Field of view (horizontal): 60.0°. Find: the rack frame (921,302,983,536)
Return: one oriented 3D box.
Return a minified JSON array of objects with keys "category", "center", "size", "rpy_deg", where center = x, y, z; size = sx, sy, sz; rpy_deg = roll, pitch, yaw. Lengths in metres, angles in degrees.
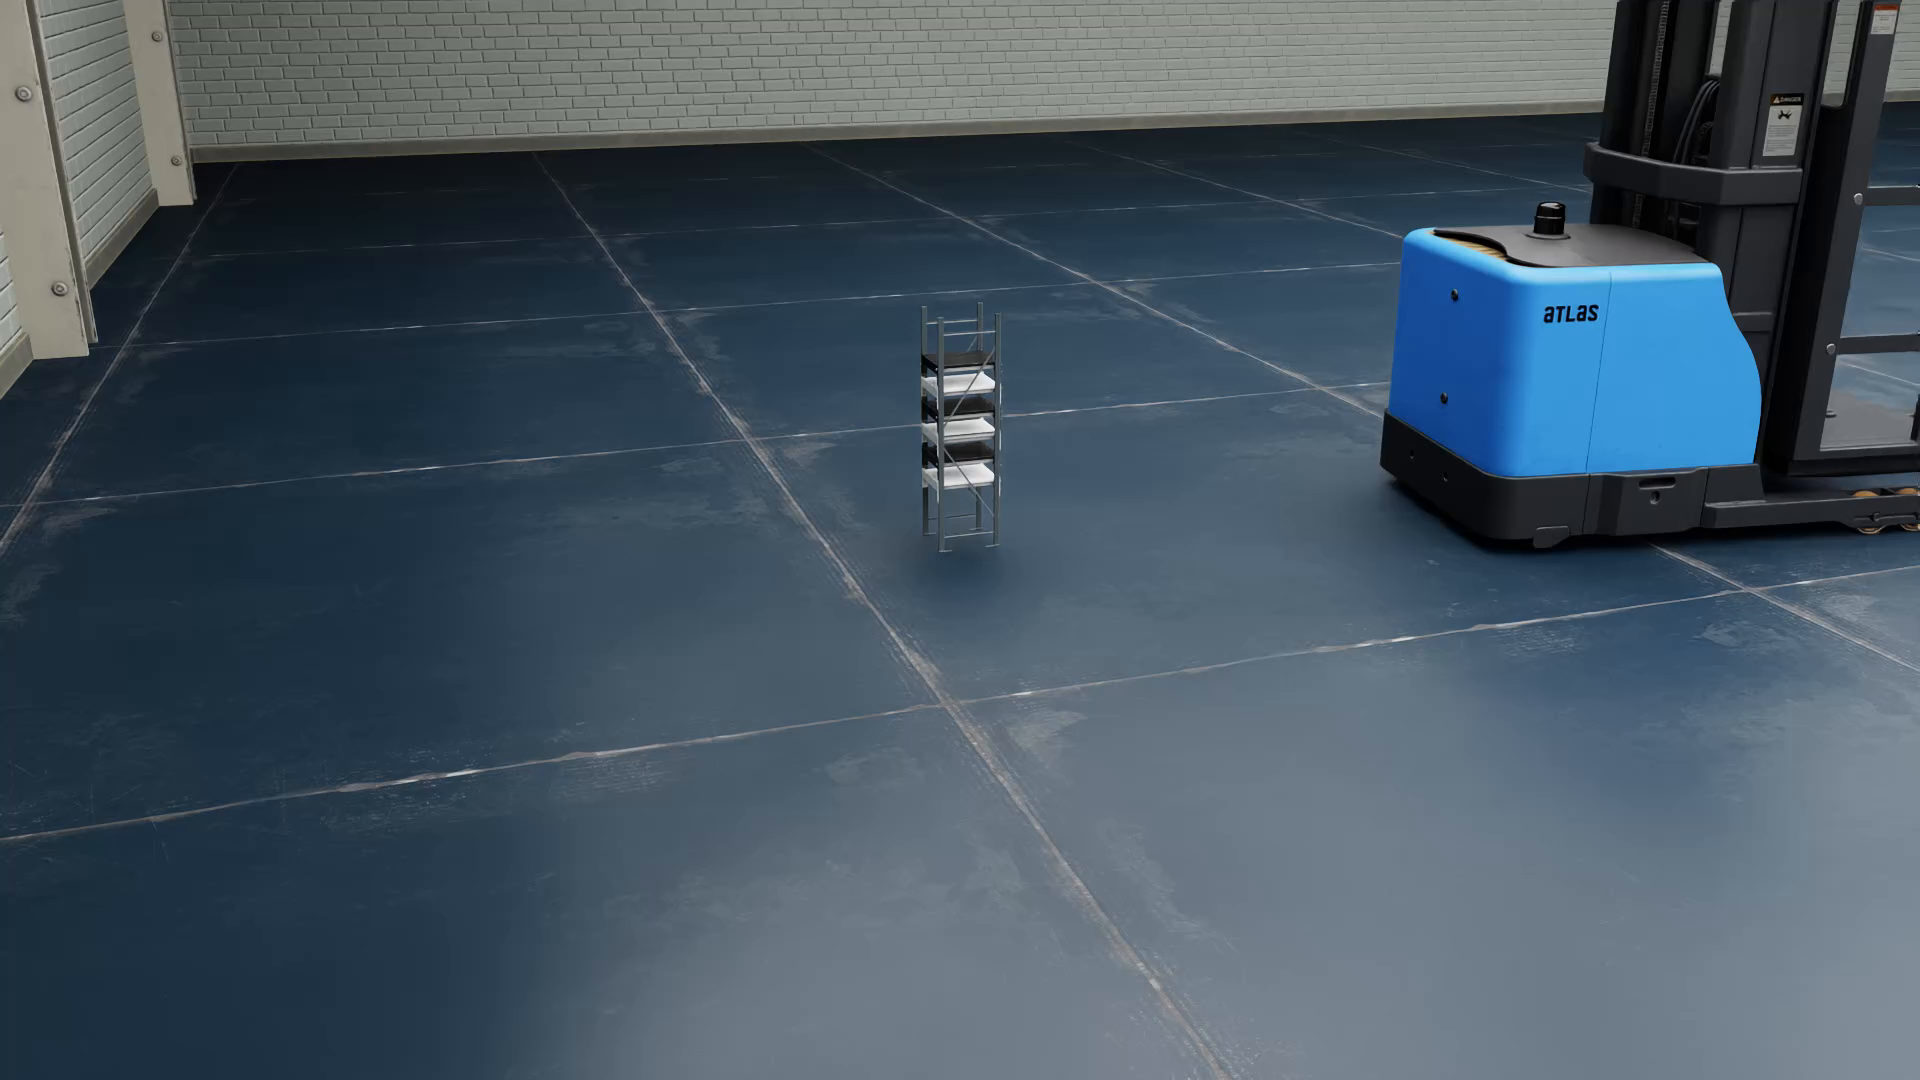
[{"category":"rack frame","center":[-0.029,-0.454,6.348],"size":[0.240,0.900,0.006],"rpy_deg":[-6,21,-17]}]

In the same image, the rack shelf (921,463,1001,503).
[{"category":"rack shelf","center":[0.003,-0.220,6.329],"size":[0.258,0.077,0.200],"rpy_deg":[-6,21,-17]}]

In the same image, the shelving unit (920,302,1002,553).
[{"category":"shelving unit","center":[0.003,-0.421,6.257],"size":[0.258,0.900,0.210],"rpy_deg":[-6,21,-17]}]

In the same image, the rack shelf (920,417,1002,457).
[{"category":"rack shelf","center":[0.003,-0.390,6.268],"size":[0.258,0.077,0.200],"rpy_deg":[-6,21,-17]}]

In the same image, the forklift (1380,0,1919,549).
[{"category":"forklift","center":[3.357,-1.573,6.461],"size":[3.031,2.935,1.130],"rpy_deg":[-4,20,-10]}]

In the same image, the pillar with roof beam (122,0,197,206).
[{"category":"pillar with roof beam","center":[-2.875,-7.693,14.523],"size":[9.100,9.000,0.400],"rpy_deg":[-6,21,-17]}]

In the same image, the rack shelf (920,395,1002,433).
[{"category":"rack shelf","center":[0.003,-0.474,6.238],"size":[0.258,0.077,0.200],"rpy_deg":[-6,21,-17]}]

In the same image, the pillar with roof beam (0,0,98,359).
[{"category":"pillar with roof beam","center":[-0.989,-5.768,9.162],"size":[9.100,9.000,0.400],"rpy_deg":[-6,21,-17]}]

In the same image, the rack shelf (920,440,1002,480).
[{"category":"rack shelf","center":[0.003,-0.305,6.299],"size":[0.258,0.077,0.200],"rpy_deg":[-6,21,-17]}]

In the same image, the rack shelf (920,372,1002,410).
[{"category":"rack shelf","center":[0.003,-0.559,6.208],"size":[0.258,0.077,0.200],"rpy_deg":[-6,21,-17]}]

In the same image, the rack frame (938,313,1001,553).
[{"category":"rack frame","center":[0.034,-0.388,6.166],"size":[0.240,0.900,0.006],"rpy_deg":[-6,21,-17]}]

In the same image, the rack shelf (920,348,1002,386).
[{"category":"rack shelf","center":[0.003,-0.644,6.177],"size":[0.258,0.077,0.200],"rpy_deg":[-6,21,-17]}]
